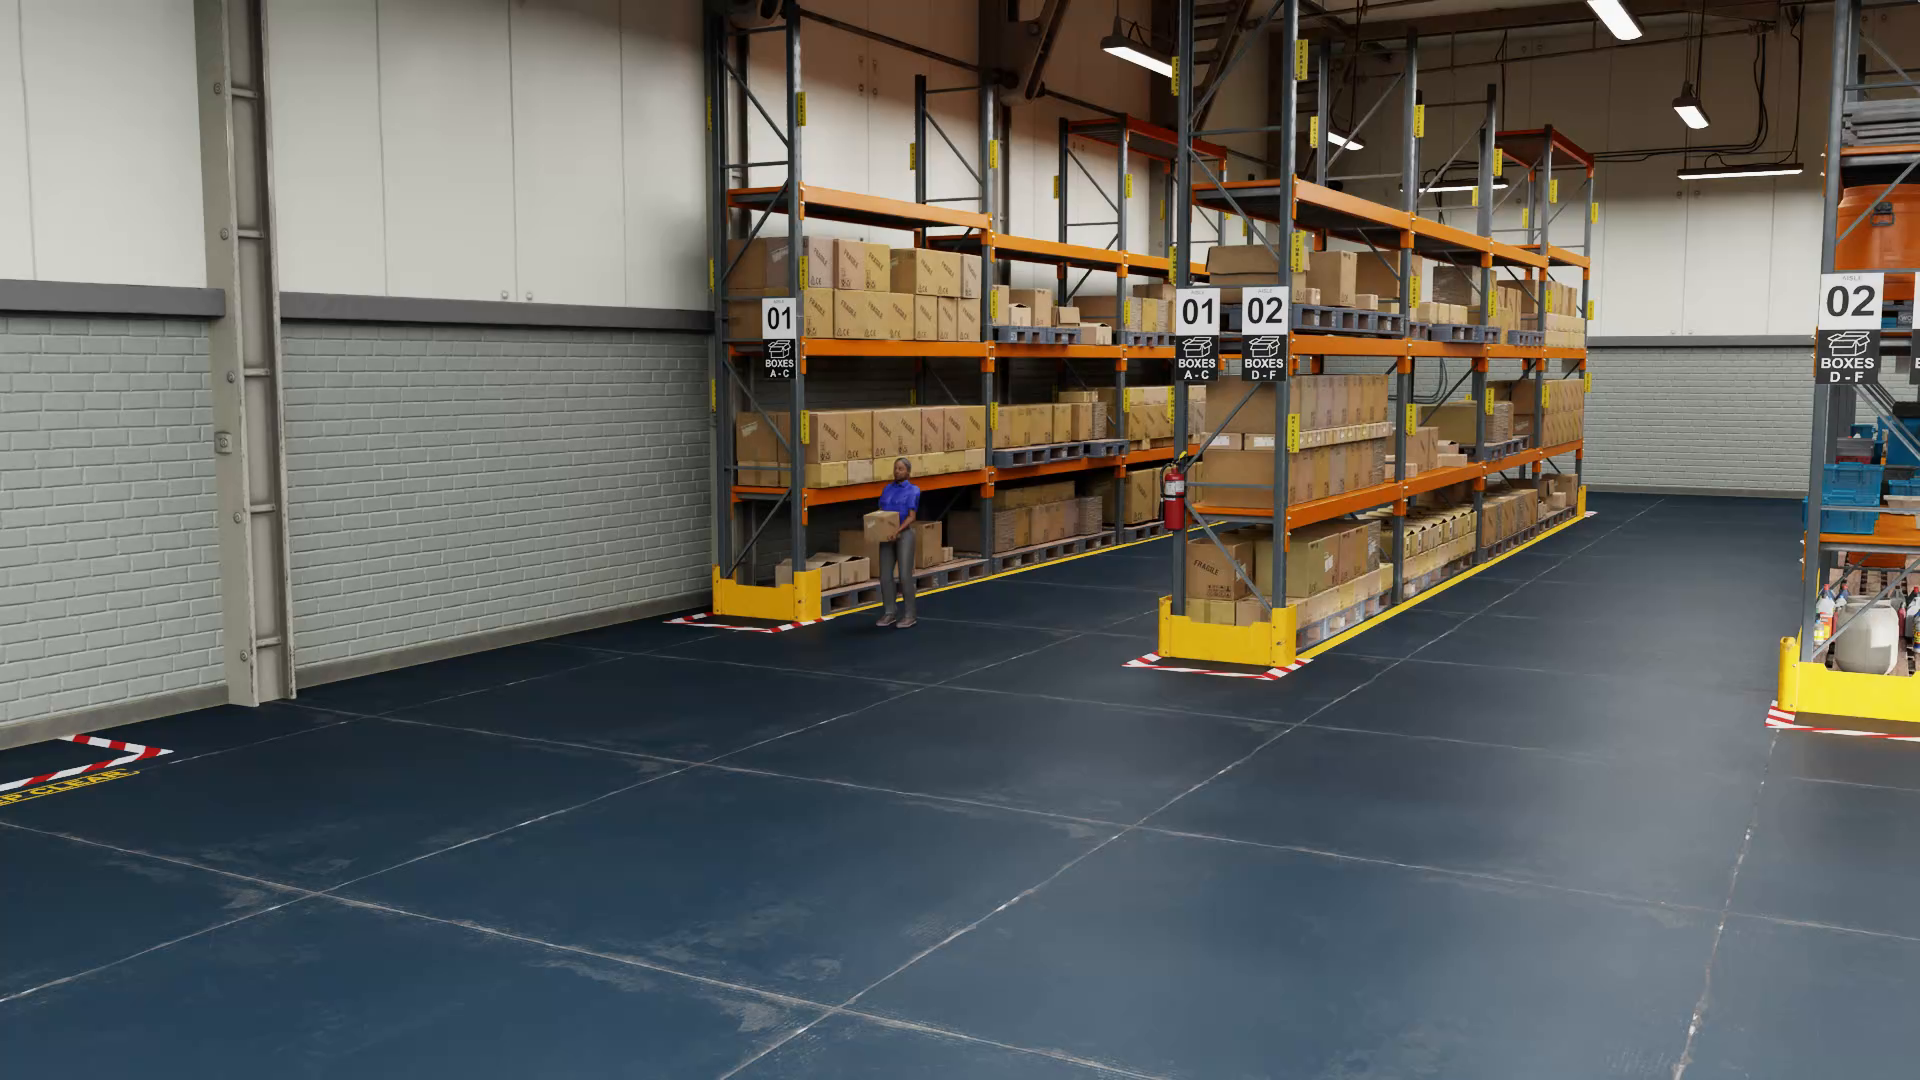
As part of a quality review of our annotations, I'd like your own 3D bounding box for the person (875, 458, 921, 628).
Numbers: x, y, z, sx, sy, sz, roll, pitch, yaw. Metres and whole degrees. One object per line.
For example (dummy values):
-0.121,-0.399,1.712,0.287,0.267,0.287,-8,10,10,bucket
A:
-0.651,0.026,16.201,0.450,1.647,0.517,4,7,32,person
